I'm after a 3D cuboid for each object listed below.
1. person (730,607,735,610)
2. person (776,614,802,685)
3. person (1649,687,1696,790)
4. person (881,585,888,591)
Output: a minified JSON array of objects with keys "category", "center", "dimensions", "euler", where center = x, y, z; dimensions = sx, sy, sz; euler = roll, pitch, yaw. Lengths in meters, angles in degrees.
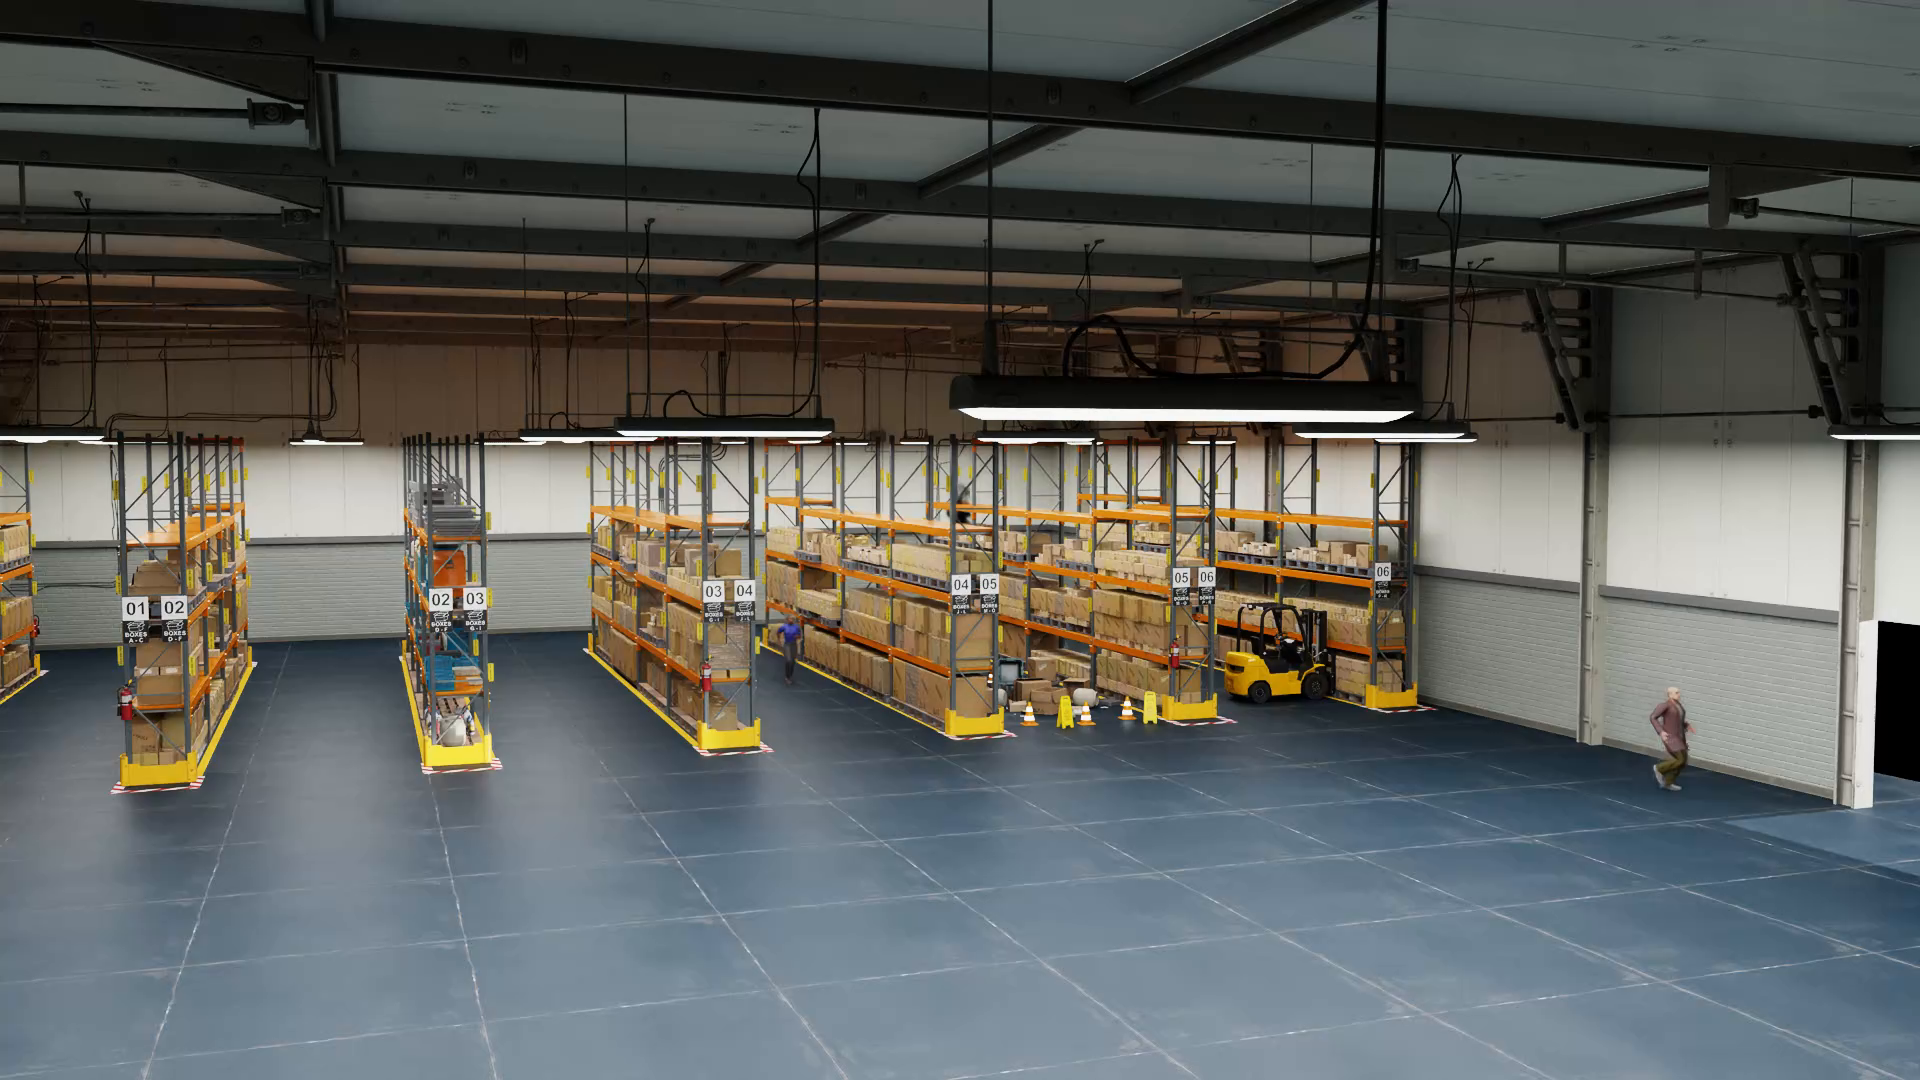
[{"category":"person","center":[-6.433,2.313,46.571],"dimensions":[0.613,1.638,0.979],"euler":[-1,3,-15]},{"category":"person","center":[-4.131,2.658,40.418],"dimensions":[0.546,1.719,0.747],"euler":[-1,3,-23]},{"category":"person","center":[11.928,3.419,27.739],"dimensions":[0.704,1.526,0.628],"euler":[-2,4,-36]},{"category":"person","center":[-2.329,2.070,50.827],"dimensions":[0.861,1.731,0.671],"euler":[-1,3,-16]}]
